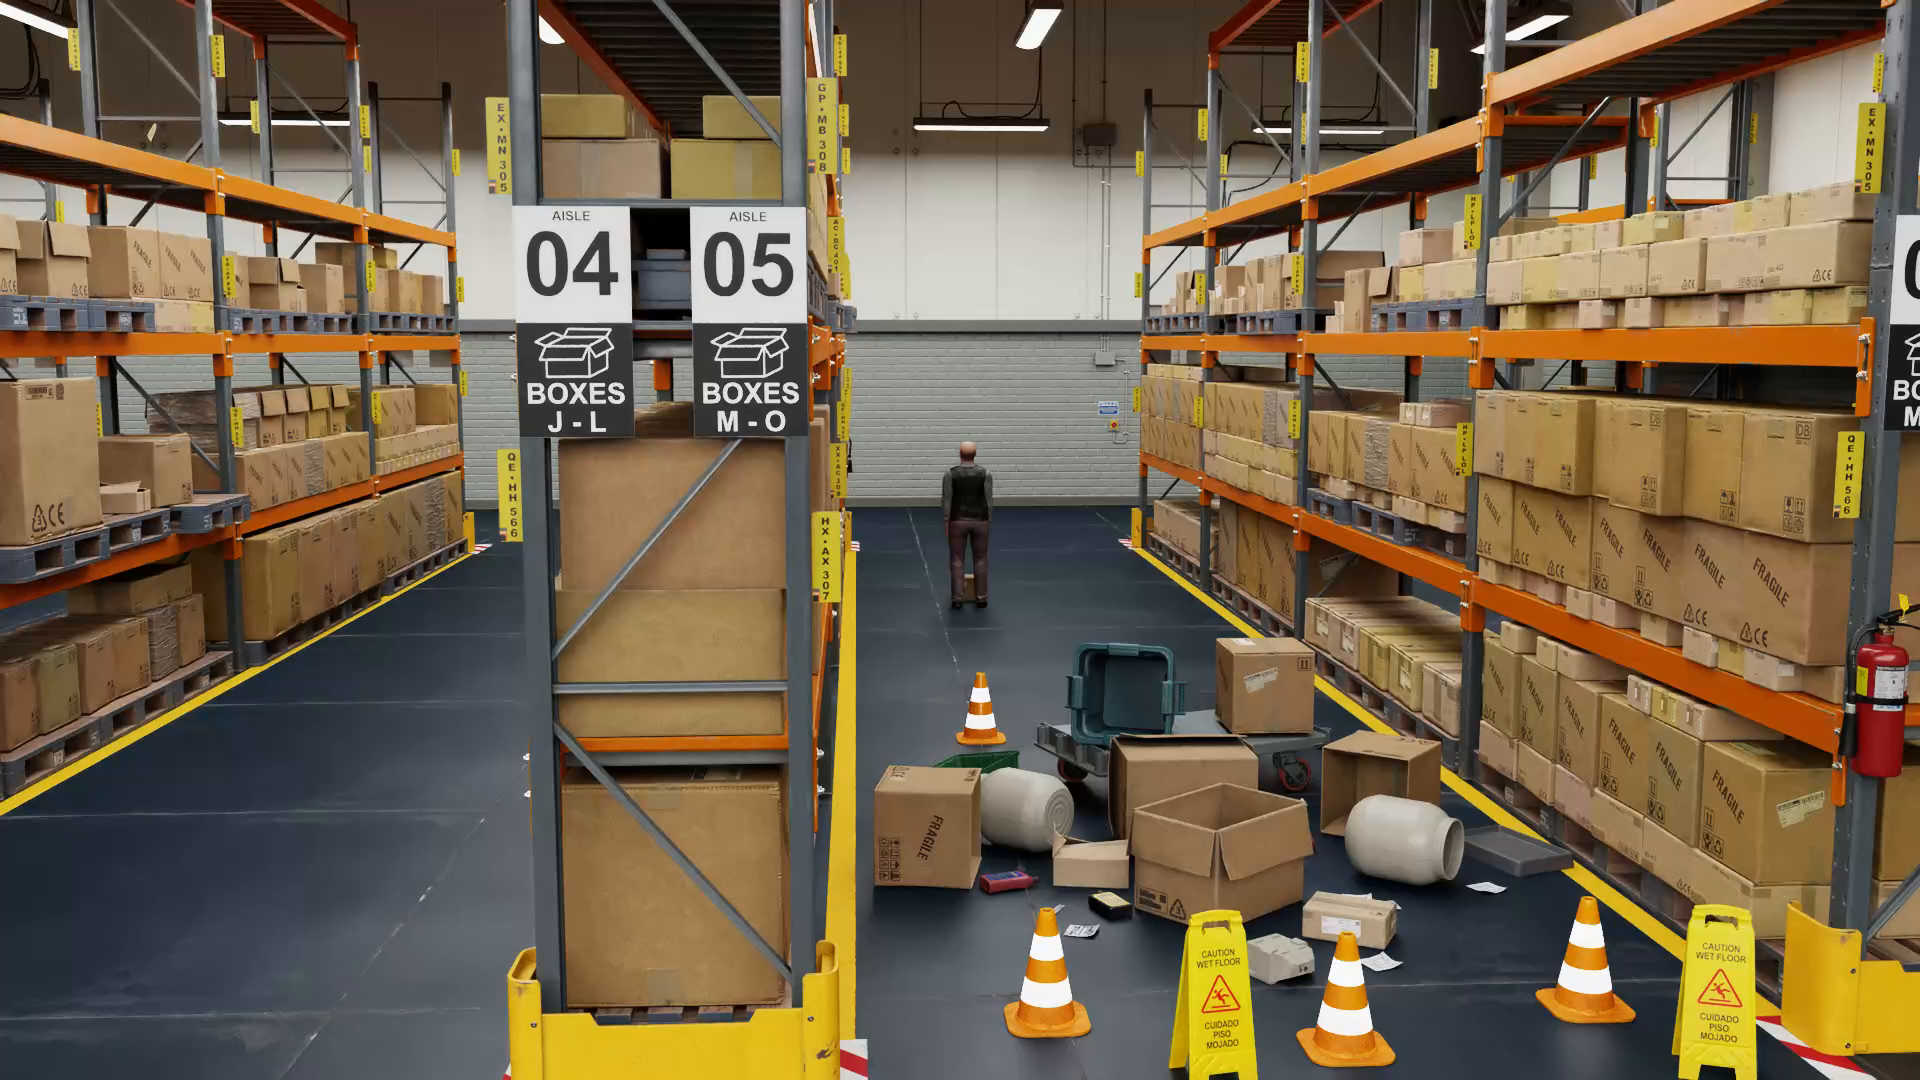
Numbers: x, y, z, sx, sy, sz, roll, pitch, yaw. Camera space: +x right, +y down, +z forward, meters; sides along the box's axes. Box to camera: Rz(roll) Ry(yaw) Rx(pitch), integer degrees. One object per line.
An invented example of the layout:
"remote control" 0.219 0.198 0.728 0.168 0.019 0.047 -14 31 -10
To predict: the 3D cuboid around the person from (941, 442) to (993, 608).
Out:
"person" 0.073 -0.155 17.227 0.532 1.728 0.360 0 7 -2
